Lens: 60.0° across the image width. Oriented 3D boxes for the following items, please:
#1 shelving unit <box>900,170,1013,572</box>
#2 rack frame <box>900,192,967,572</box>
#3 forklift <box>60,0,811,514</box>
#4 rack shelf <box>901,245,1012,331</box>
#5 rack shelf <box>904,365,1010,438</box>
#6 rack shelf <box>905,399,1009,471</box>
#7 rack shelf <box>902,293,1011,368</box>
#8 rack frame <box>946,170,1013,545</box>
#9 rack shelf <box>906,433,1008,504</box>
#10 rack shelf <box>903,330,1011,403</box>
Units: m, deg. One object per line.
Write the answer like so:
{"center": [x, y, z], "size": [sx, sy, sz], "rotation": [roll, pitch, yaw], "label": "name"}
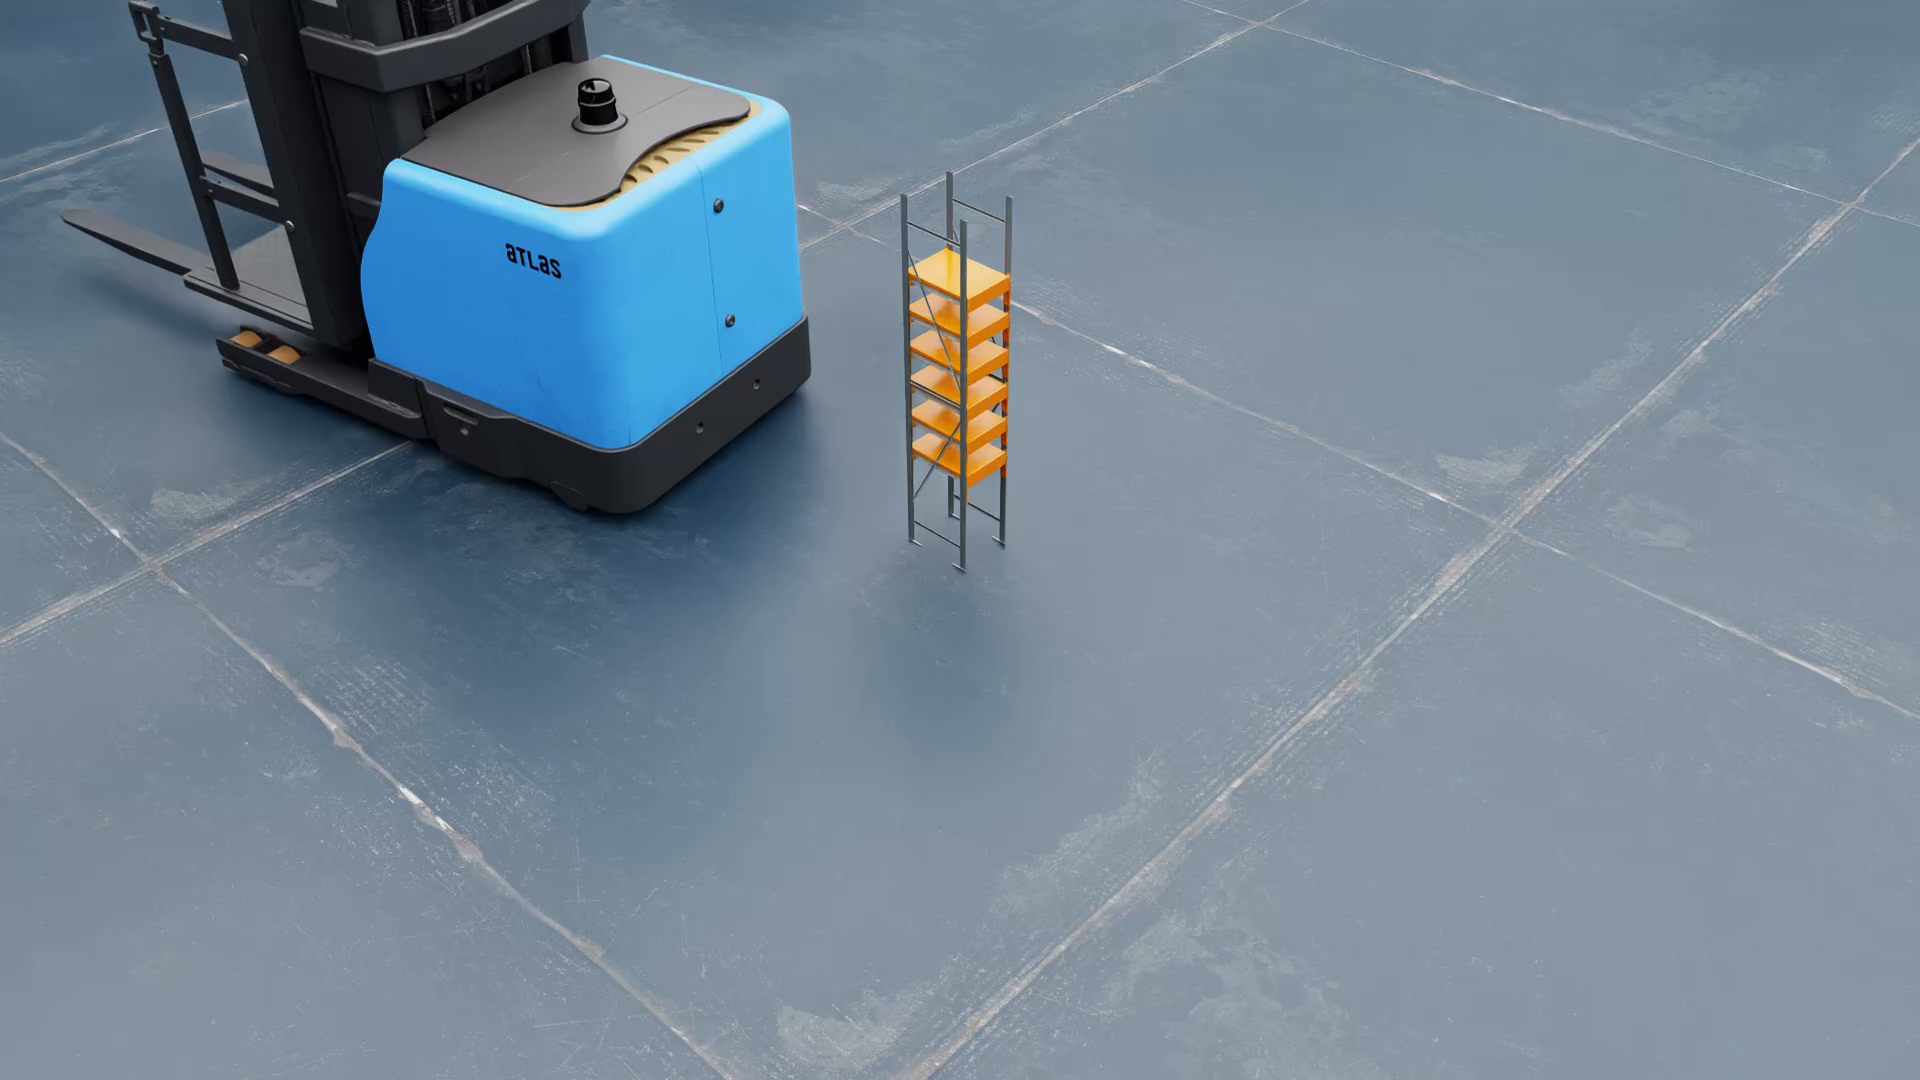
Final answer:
{"center": [-0.010, -0.463, 4.868], "size": [0.258, 1.200, 0.189], "rotation": [30, 47, 32], "label": "shelving unit"}
{"center": [-0.071, -0.421, 4.815], "size": [0.240, 1.200, 0.006], "rotation": [30, 47, 32], "label": "rack frame"}
{"center": [-2.049, -1.922, 5.312], "size": [3.031, 2.935, 1.130], "rotation": [21, 43, 24], "label": "forklift"}
{"center": [-0.010, -0.710, 4.672], "size": [0.258, 0.103, 0.180], "rotation": [30, 47, 32], "label": "rack shelf"}
{"center": [-0.010, -0.428, 4.896], "size": [0.258, 0.103, 0.180], "rotation": [30, 47, 32], "label": "rack shelf"}
{"center": [-0.010, -0.334, 4.971], "size": [0.258, 0.103, 0.180], "rotation": [30, 47, 32], "label": "rack shelf"}
{"center": [-0.010, -0.616, 4.746], "size": [0.258, 0.103, 0.180], "rotation": [30, 47, 32], "label": "rack shelf"}
{"center": [0.052, -0.505, 4.921], "size": [0.240, 1.200, 0.006], "rotation": [30, 47, 32], "label": "rack frame"}
{"center": [-0.010, -0.240, 5.045], "size": [0.258, 0.103, 0.180], "rotation": [30, 47, 32], "label": "rack shelf"}
{"center": [-0.010, -0.522, 4.821], "size": [0.258, 0.103, 0.180], "rotation": [30, 47, 32], "label": "rack shelf"}
